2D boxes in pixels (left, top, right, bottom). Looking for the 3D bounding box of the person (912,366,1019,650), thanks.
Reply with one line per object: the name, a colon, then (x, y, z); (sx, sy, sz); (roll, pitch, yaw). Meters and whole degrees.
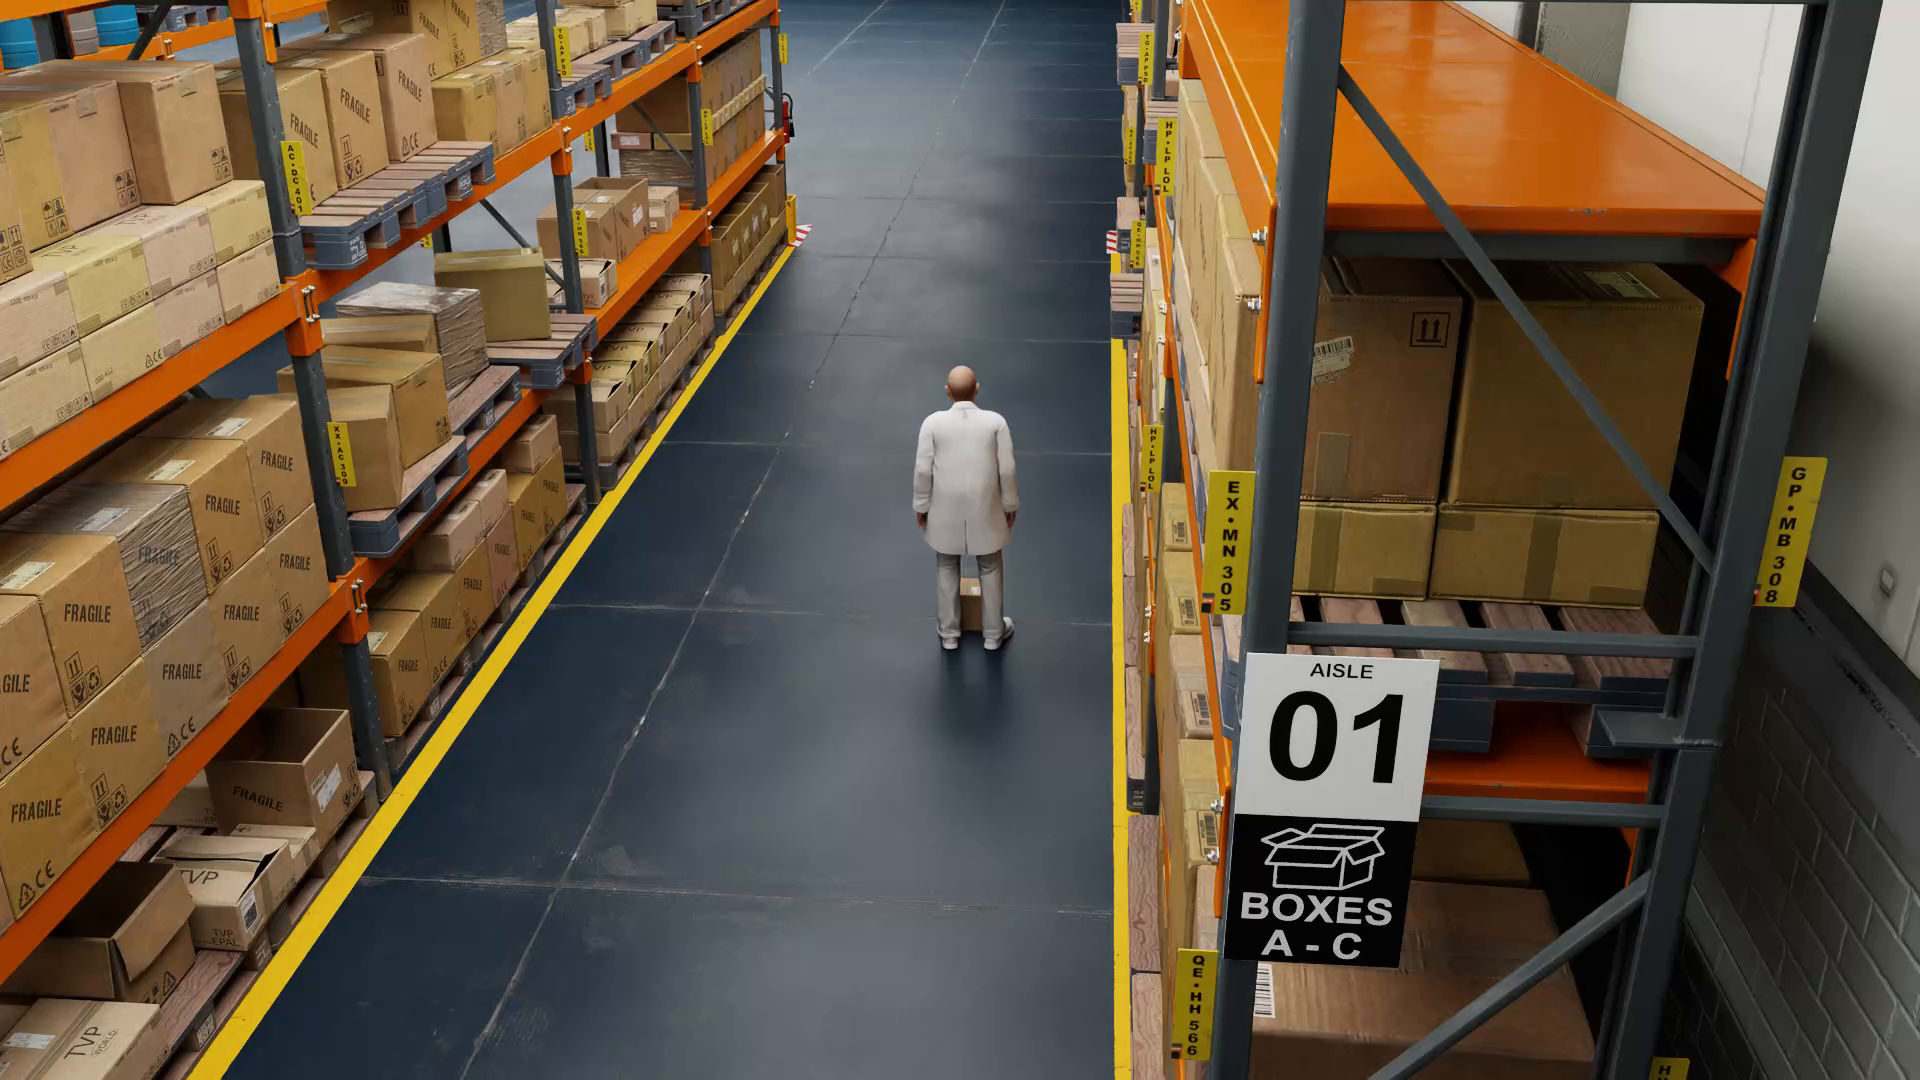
person: (0.035, -0.156, 10.052); (0.645, 1.705, 0.429); (0, 24, 1)
